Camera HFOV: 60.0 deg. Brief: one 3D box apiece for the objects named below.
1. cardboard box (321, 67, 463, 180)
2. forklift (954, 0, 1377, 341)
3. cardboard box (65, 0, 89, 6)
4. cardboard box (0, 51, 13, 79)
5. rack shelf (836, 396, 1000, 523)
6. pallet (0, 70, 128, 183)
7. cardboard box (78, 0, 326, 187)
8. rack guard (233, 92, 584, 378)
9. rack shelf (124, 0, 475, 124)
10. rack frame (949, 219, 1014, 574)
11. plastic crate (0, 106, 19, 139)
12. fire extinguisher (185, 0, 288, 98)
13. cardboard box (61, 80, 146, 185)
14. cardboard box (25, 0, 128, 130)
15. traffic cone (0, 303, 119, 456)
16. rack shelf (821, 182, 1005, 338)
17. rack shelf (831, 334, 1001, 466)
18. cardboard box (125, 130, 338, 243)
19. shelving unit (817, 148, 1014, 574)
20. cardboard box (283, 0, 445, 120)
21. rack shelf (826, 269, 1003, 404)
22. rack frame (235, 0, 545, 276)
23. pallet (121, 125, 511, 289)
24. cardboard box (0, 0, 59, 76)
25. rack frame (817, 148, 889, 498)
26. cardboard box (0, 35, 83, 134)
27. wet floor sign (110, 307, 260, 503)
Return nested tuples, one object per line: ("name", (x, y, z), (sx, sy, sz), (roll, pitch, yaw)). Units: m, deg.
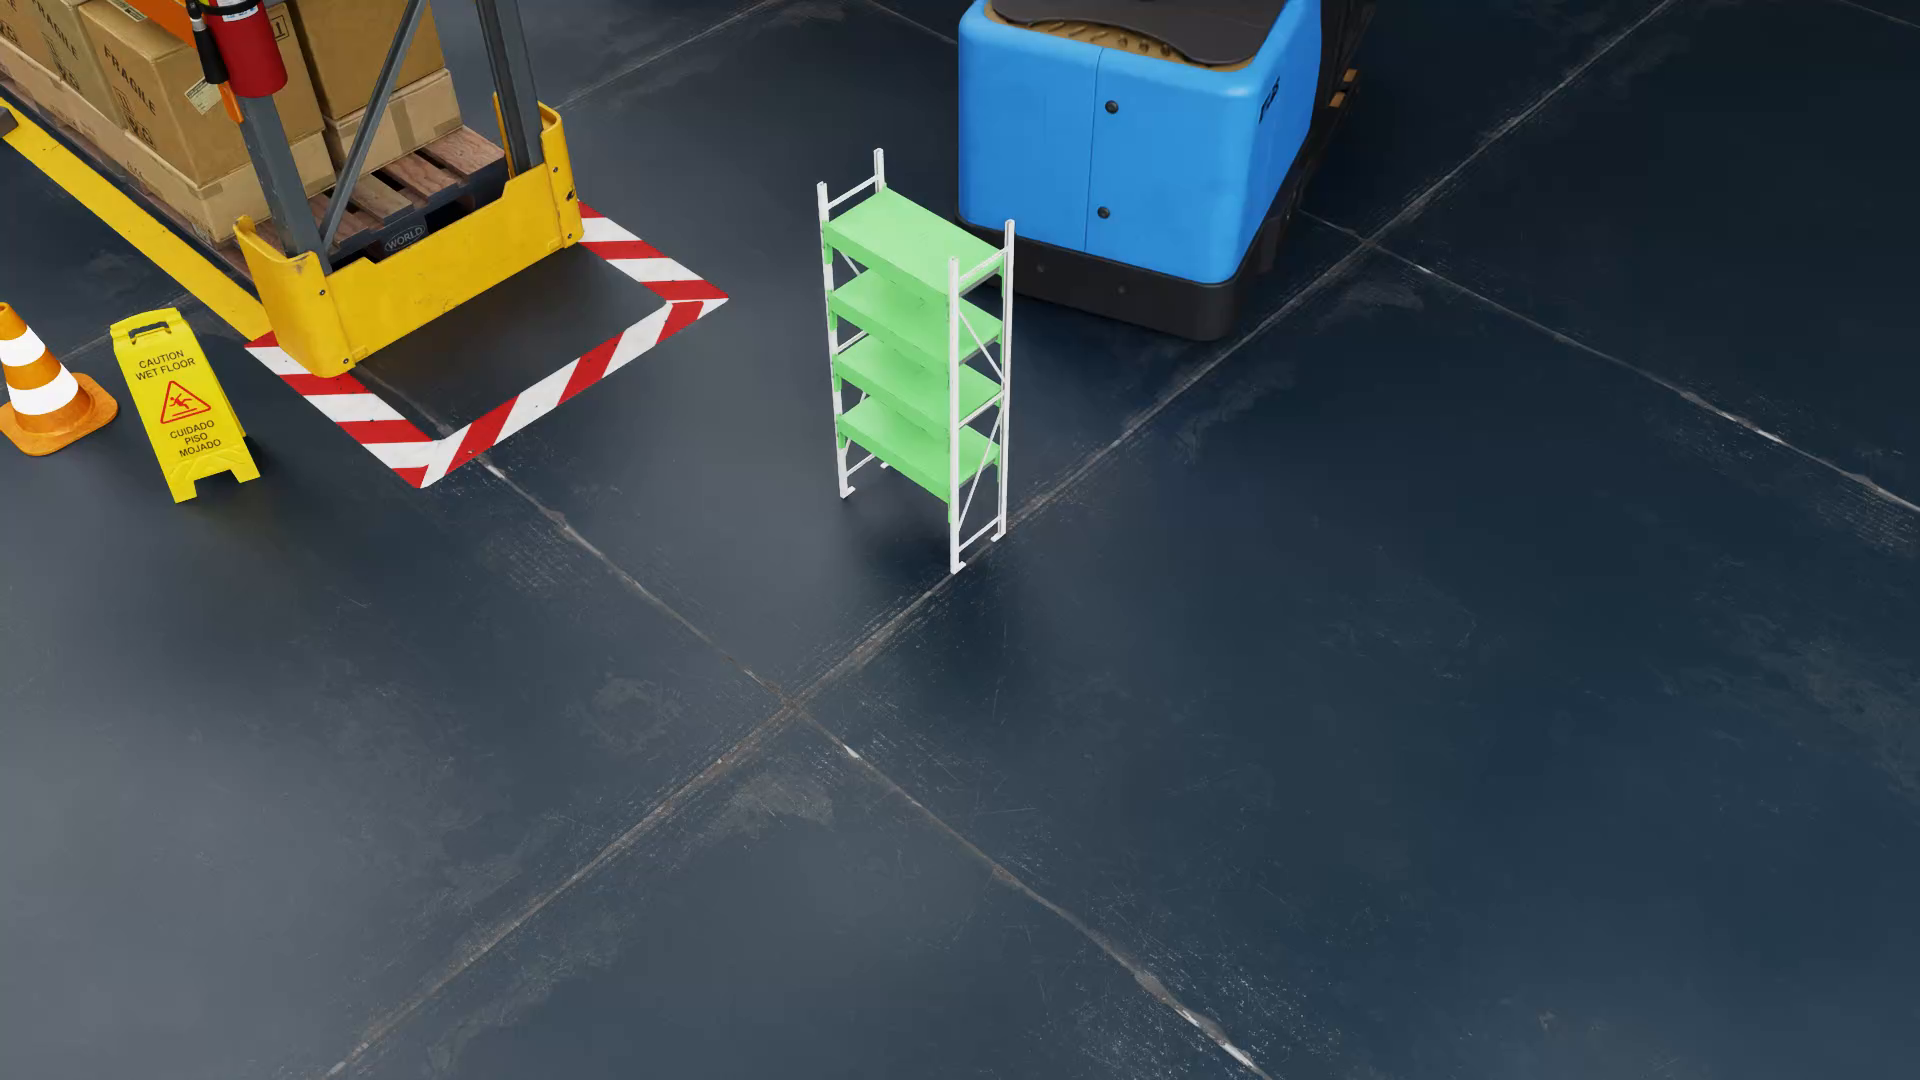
("cardboard box", (-2.280, -1.680, 6.368), (0.500, 0.250, 0.500), (33, 55, 27))
("forklift", (1.029, -2.788, 5.857), (1.130, 2.935, 3.031), (17, 49, 16))
("cardboard box", (-2.956, -2.014, 5.722), (0.250, 0.149, 0.380), (36, 56, 29))
("cardboard box", (-3.773, -2.156, 6.814), (0.500, 0.250, 0.500), (33, 55, 27))
("rack shelf", (-0.122, -0.285, 5.111), (0.480, 0.148, 0.258), (34, 55, 28))
("pallet", (-3.396, -2.037, 7.018), (1.213, 0.211, 1.003), (34, 55, 28))
("cardboard box", (-2.641, -1.646, 5.822), (0.500, 0.500, 0.500), (34, 56, 28))
("rack guard", (-1.931, -1.112, 5.951), (0.348, 0.500, 1.175), (34, 55, 28))
("rack shelf", (-3.345, -2.673, 6.196), (4.000, 0.370, 1.077), (34, 55, 28))
("rack frame", (0.058, -0.372, 4.776), (0.015, 1.200, 0.240), (34, 55, 28))
("plastic crate", (-4.217, -1.693, 6.785), (0.583, 0.080, 0.402), (17, 49, 15))
("fire extinguisher", (-2.104, -1.600, 4.748), (0.183, 0.674, 0.296), (34, 55, 28))
("cardboard box", (-3.027, -1.649, 6.339), (0.500, 0.250, 0.500), (34, 55, 28))
("cardboard box", (-3.027, -1.902, 6.062), (0.500, 0.500, 0.500), (36, 56, 29))
("traffic cone", (-3.066, -0.584, 5.480), (0.334, 0.463, 0.336), (34, 55, 28))
("rack shelf", (-0.122, -0.777, 4.586), (0.480, 0.148, 0.258), (34, 55, 28))
("rack shelf", (-0.122, -0.449, 4.936), (0.480, 0.148, 0.258), (34, 55, 28))
("cardboard box", (-2.669, -1.400, 6.105), (0.500, 0.250, 0.500), (34, 55, 28))
("shelving unit", (-0.122, -0.493, 4.889), (0.503, 1.200, 0.258), (34, 55, 28))
("cardboard box", (-2.298, -1.948, 6.105), (0.500, 0.500, 0.500), (32, 55, 27))
("rack shelf", (-0.122, -0.613, 4.761), (0.480, 0.148, 0.258), (34, 55, 28))
("rack frame", (-1.875, -1.930, 5.005), (0.127, 3.000, 1.000), (34, 55, 28))
("pallet", (-2.504, -1.434, 6.452), (1.213, 0.211, 1.003), (34, 55, 28))
("cardboard box", (-3.393, -2.156, 6.300), (0.500, 0.500, 0.500), (33, 55, 27))
("rack frame", (-0.301, -0.613, 5.003), (0.015, 1.200, 0.240), (34, 55, 28))
("cardboard box", (-3.415, -1.905, 6.579), (0.500, 0.250, 0.500), (32, 55, 26))
("wet floor sign", (-2.461, -0.457, 5.237), (0.267, 0.644, 0.232), (-21, 50, -18))
